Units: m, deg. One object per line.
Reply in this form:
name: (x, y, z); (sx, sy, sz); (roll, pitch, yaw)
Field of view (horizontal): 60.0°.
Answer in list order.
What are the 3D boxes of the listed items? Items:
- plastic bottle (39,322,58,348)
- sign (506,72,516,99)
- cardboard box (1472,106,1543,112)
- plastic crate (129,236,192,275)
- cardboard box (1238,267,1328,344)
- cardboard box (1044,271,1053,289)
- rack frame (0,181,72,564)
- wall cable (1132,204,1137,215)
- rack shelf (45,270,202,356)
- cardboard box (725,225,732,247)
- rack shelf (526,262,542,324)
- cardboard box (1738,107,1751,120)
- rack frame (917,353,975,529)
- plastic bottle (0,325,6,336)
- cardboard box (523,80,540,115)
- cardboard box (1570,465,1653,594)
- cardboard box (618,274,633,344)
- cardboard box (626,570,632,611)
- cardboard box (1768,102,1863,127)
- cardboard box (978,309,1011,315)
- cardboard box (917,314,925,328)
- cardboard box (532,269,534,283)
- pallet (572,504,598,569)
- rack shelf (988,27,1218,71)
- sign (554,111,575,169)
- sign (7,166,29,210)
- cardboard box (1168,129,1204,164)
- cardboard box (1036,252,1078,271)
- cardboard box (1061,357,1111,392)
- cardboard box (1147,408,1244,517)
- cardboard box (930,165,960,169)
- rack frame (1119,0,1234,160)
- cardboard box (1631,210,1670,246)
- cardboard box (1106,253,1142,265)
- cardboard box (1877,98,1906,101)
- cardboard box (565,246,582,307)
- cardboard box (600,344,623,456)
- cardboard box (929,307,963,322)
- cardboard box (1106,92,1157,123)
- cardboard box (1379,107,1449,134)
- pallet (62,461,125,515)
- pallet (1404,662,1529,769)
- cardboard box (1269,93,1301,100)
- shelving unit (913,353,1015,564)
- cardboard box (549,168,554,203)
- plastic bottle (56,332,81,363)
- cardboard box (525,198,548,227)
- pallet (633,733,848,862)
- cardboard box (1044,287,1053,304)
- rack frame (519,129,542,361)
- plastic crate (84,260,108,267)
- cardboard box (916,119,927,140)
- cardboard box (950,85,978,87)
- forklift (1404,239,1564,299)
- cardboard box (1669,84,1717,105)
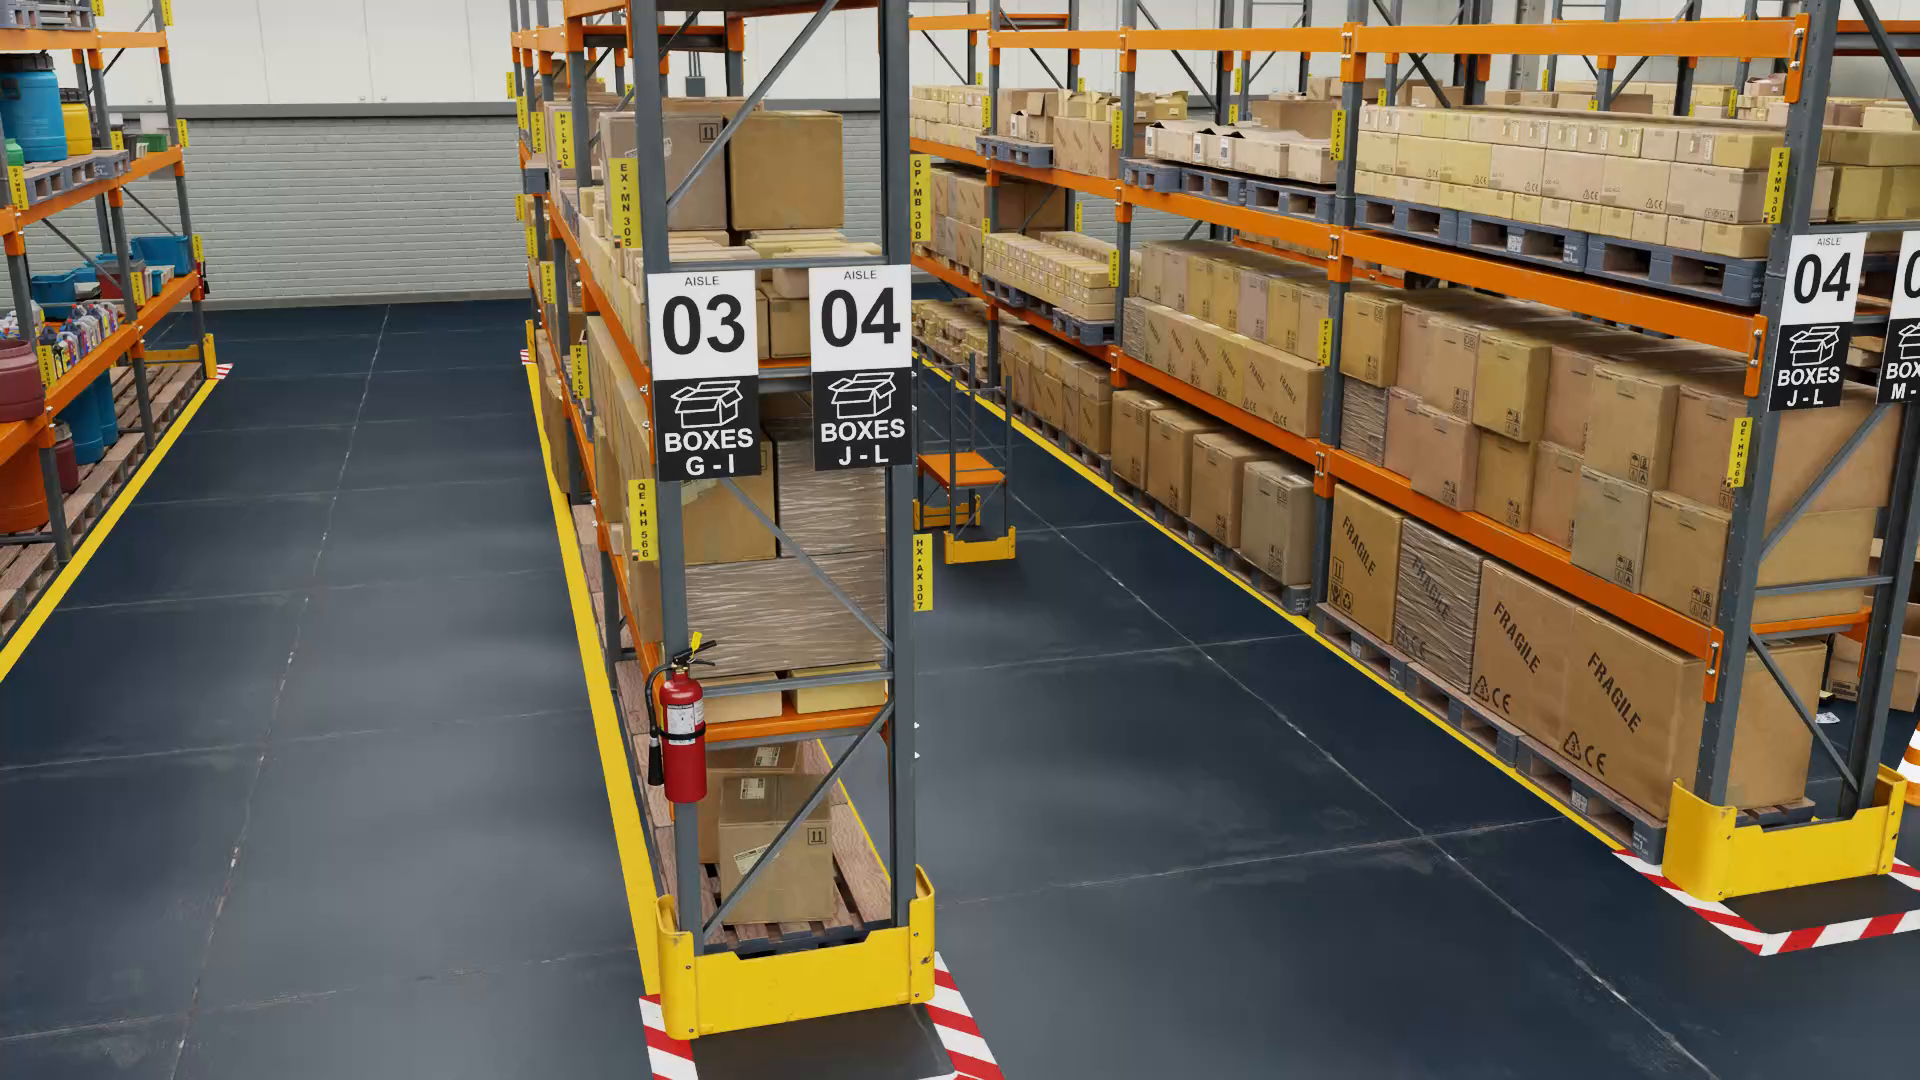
plastic bottle: (-7.983, -1.730, 14.583); (0.144, 0.351, 0.185); (-5, 17, -15)
sign: (-5.616, -5.685, 20.792); (0.100, 0.325, 0.005); (-5, 17, -15)
cardboard box: (3.490, -2.680, 10.593); (0.380, 0.149, 0.250); (-5, 17, -15)
plastic crate: (-9.572, -3.410, 19.925); (0.616, 0.435, 0.499); (-5, 17, -15)
cardboard box: (2.590, -1.824, 12.899); (0.700, 0.500, 0.500); (-5, 17, -15)
cardboard box: (1.056, -2.594, 16.562); (0.380, 0.149, 0.250); (-5, 17, -16)
rack frame: (-7.645, -1.229, 12.831); (1.000, 3.000, 0.127); (-5, 17, -15)
wall cable: (2.875, -6.677, 29.145); (0.585, 1.953, 0.123); (-5, 17, -15)
rack shelf: (-9.294, -2.544, 18.459); (1.077, 0.370, 4.000); (-5, 17, -15)
cardboard box: (-0.975, -1.486, 8.039); (0.380, 0.149, 0.250); (-5, 17, -16)
rack shelf: (-4.531, -2.936, 19.763); (1.077, 0.370, 4.000); (-5, 17, -15)
cardboard box: (10.018, -5.356, 20.886); (0.380, 0.149, 0.250); (-4, 17, -14)
rack frame: (-0.116, -0.835, 14.126); (0.500, 1.500, 0.032); (-5, 17, -15)
plastic bottle: (-8.665, -1.798, 14.939); (0.152, 0.276, 0.135); (-5, 17, -15)
cardboard box: (-4.848, -5.263, 19.966); (0.700, 0.500, 0.500); (-5, 18, -17)
cardboard box: (3.795, -0.094, 8.789); (0.875, 0.550, 0.550); (-5, 17, -15)
cardboard box: (-1.201, -1.024, 7.194); (0.500, 0.250, 0.500); (-5, 17, -15)
cardboard box: (-1.474, 0.243, 8.365); (0.380, 0.149, 0.250); (-5, 17, -15)
cardboard box: (7.162, -3.534, 13.951); (0.500, 0.250, 0.500); (-4, 17, -14)
cardboard box: (0.450, -2.910, 21.617); (0.380, 0.149, 0.250); (-4, 17, -13)
cardboard box: (-0.366, -2.931, 22.203); (0.380, 0.149, 0.250); (-5, 17, -16)
cardboard box: (-4.803, -3.091, 19.466); (0.380, 0.149, 0.250); (-4, 17, -14)
pallet: (-2.669, -0.069, 13.816); (1.003, 0.211, 1.213); (-5, 17, -15)
rack shelf: (1.365, -4.875, 16.486); (1.077, 0.370, 4.000); (-5, 17, -15)
sign: (-2.316, -2.342, 9.739); (0.100, 0.325, 0.005); (-5, 17, -15)
sign: (-7.118, -2.661, 12.566); (0.100, 0.325, 0.005); (-5, 17, -15)
cardboard box: (2.039, -3.243, 13.676); (0.500, 0.250, 0.500); (-4, 17, -14)
cardboard box: (0.986, -2.808, 16.759); (0.380, 0.149, 0.250); (-4, 17, -13)
cardboard box: (1.325, -1.656, 16.561); (0.500, 0.250, 0.500); (-4, 17, -14)
cardboard box: (2.239, -0.692, 14.221); (1.050, 0.750, 0.750); (-4, 17, -14)
cardboard box: (-0.271, -4.583, 21.566); (0.500, 0.500, 0.500); (-4, 17, -14)
rack frame: (1.914, -4.858, 14.484); (1.000, 3.000, 0.127); (-5, 17, -15)
cardboard box: (3.556, -1.543, 8.195); (0.380, 0.149, 0.250); (-4, 17, -14)
cardboard box: (1.686, -2.784, 16.680); (0.380, 0.149, 0.250); (-4, 17, -13)
cardboard box: (10.962, -5.114, 19.565); (0.380, 0.149, 0.250); (-4, 17, -14)
cardboard box: (-3.068, -2.353, 14.653); (0.797, 0.503, 0.637); (-4, 17, -13)
cardboard box: (-1.628, -0.763, 8.848); (0.500, 0.500, 0.500); (-5, 17, -15)
cardboard box: (-0.182, -2.938, 21.711); (0.380, 0.149, 0.250); (-6, 18, -18)
cardboard box: (1.553, -3.928, 15.095); (0.396, 0.266, 0.258); (-5, 17, -15)
cardboard box: (2.858, -2.628, 10.419); (0.380, 0.149, 0.250); (-5, 17, -16)
pallet: (-8.233, -0.446, 15.068); (1.003, 0.211, 1.213); (-5, 17, -15)
pallet: (3.486, 1.011, 10.218); (1.003, 0.211, 1.213); (-5, 17, -15)
cardboard box: (4.658, -6.114, 23.234); (0.500, 0.250, 0.500); (-6, 18, -20)
shelving unit: (0.021, -0.697, 13.666); (0.587, 1.500, 1.083); (-5, 17, -15)
cardboard box: (-2.998, -2.836, 13.225); (0.500, 0.250, 0.500); (-4, 17, -14)
plastic bottle: (-7.834, -1.699, 14.609); (0.152, 0.276, 0.135); (-5, 17, -15)
cardboard box: (-4.923, -3.828, 19.923); (0.500, 0.500, 0.500); (-5, 17, -17)
pallet: (-1.226, 1.342, 9.117); (1.003, 0.211, 1.213); (-5, 17, -15)
cardboard box: (1.059, -2.450, 16.599); (0.380, 0.149, 0.250); (-5, 18, -18)
rack frame: (-5.081, -3.834, 21.501); (1.000, 3.000, 0.127); (-5, 17, -15)
plastic crate: (-9.911, -3.114, 19.293); (0.416, 0.233, 0.300); (-5, 17, -15)
cardboard box: (-0.266, -5.272, 21.337); (0.500, 0.250, 0.500); (-4, 17, -13)
cardboard box: (0.084, -5.850, 21.698); (0.380, 0.149, 0.250); (-4, 17, -14)
forklift: (4.685, -1.812, 14.891); (1.130, 2.935, 3.031); (-5, 17, -16)
cardboard box: (9.800, -5.911, 22.078); (0.500, 0.250, 0.500); (-5, 17, -16)
